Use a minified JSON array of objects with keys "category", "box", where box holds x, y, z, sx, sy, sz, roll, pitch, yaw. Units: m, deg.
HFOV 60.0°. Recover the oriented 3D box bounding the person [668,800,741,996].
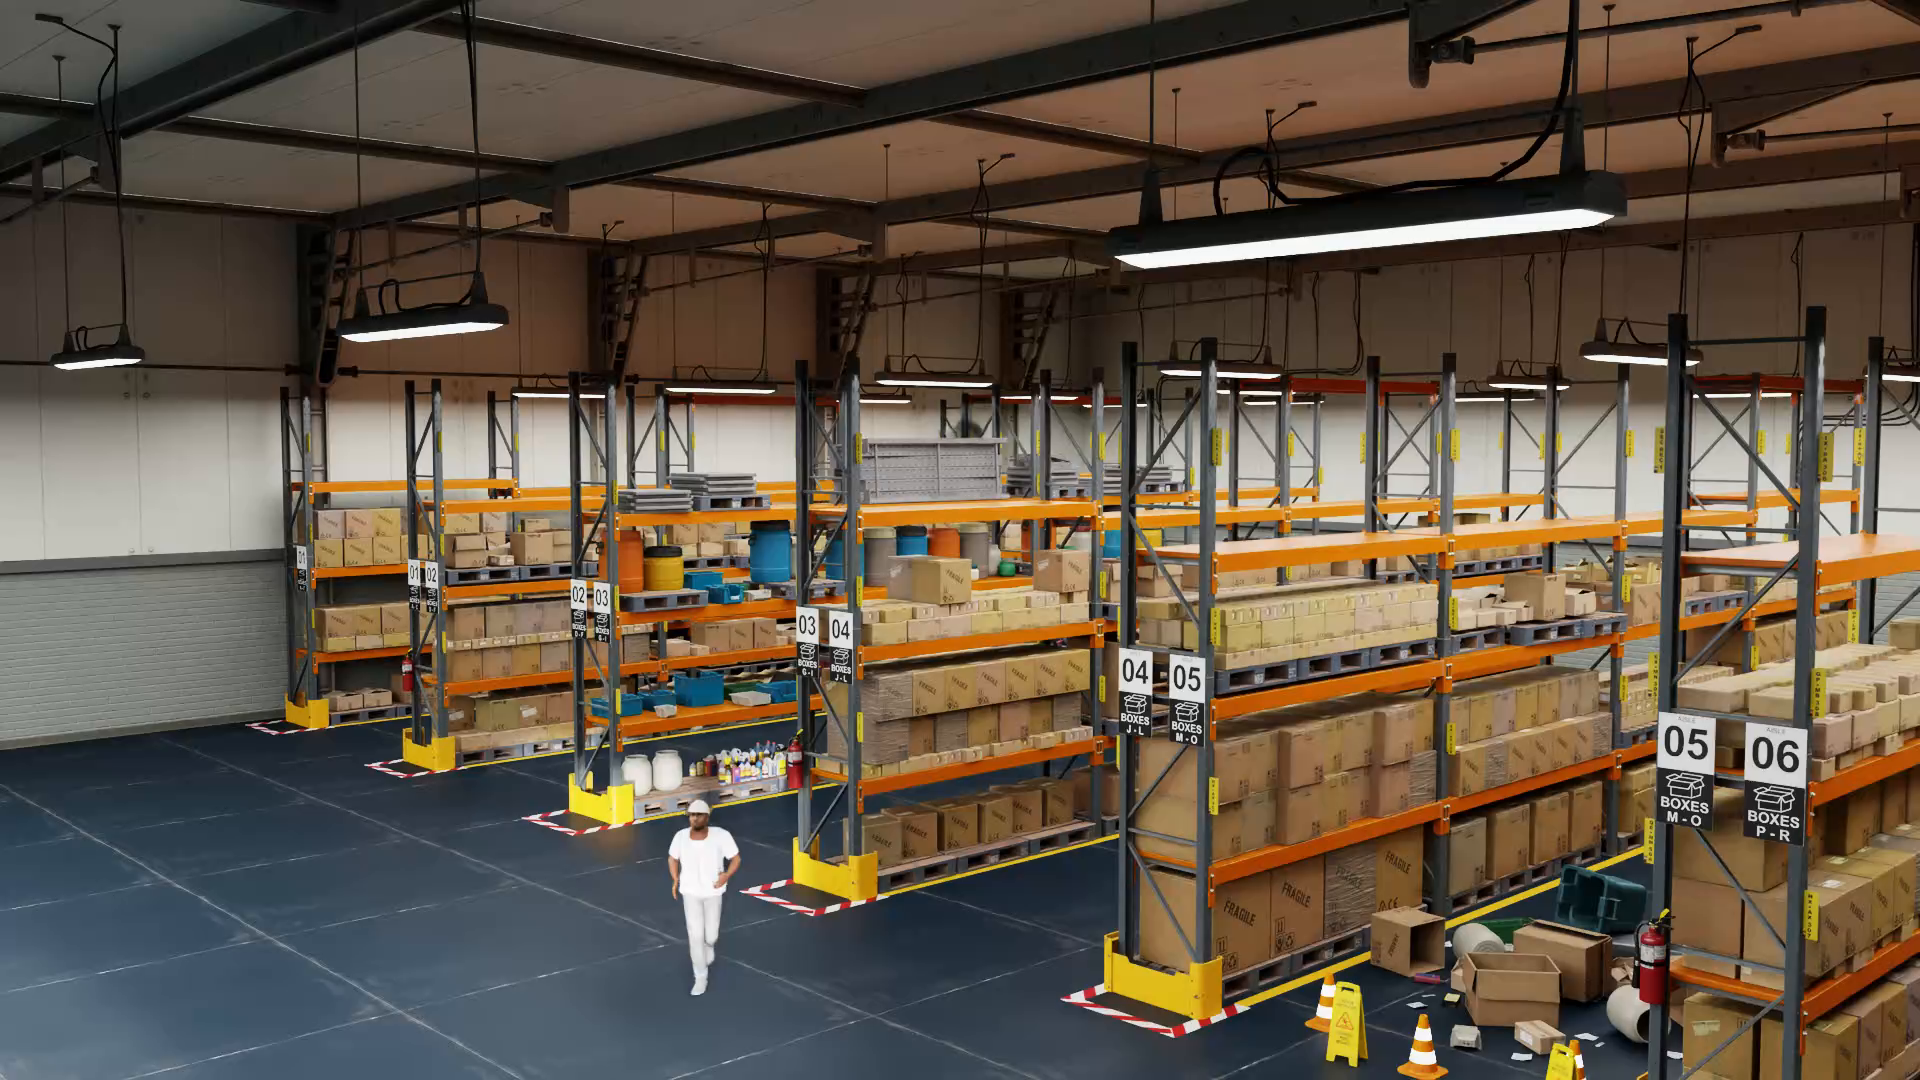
[{"category":"person","box":[-2.407,3.303,15.612,0.691,1.756,0.770,0,4,-2]}]
